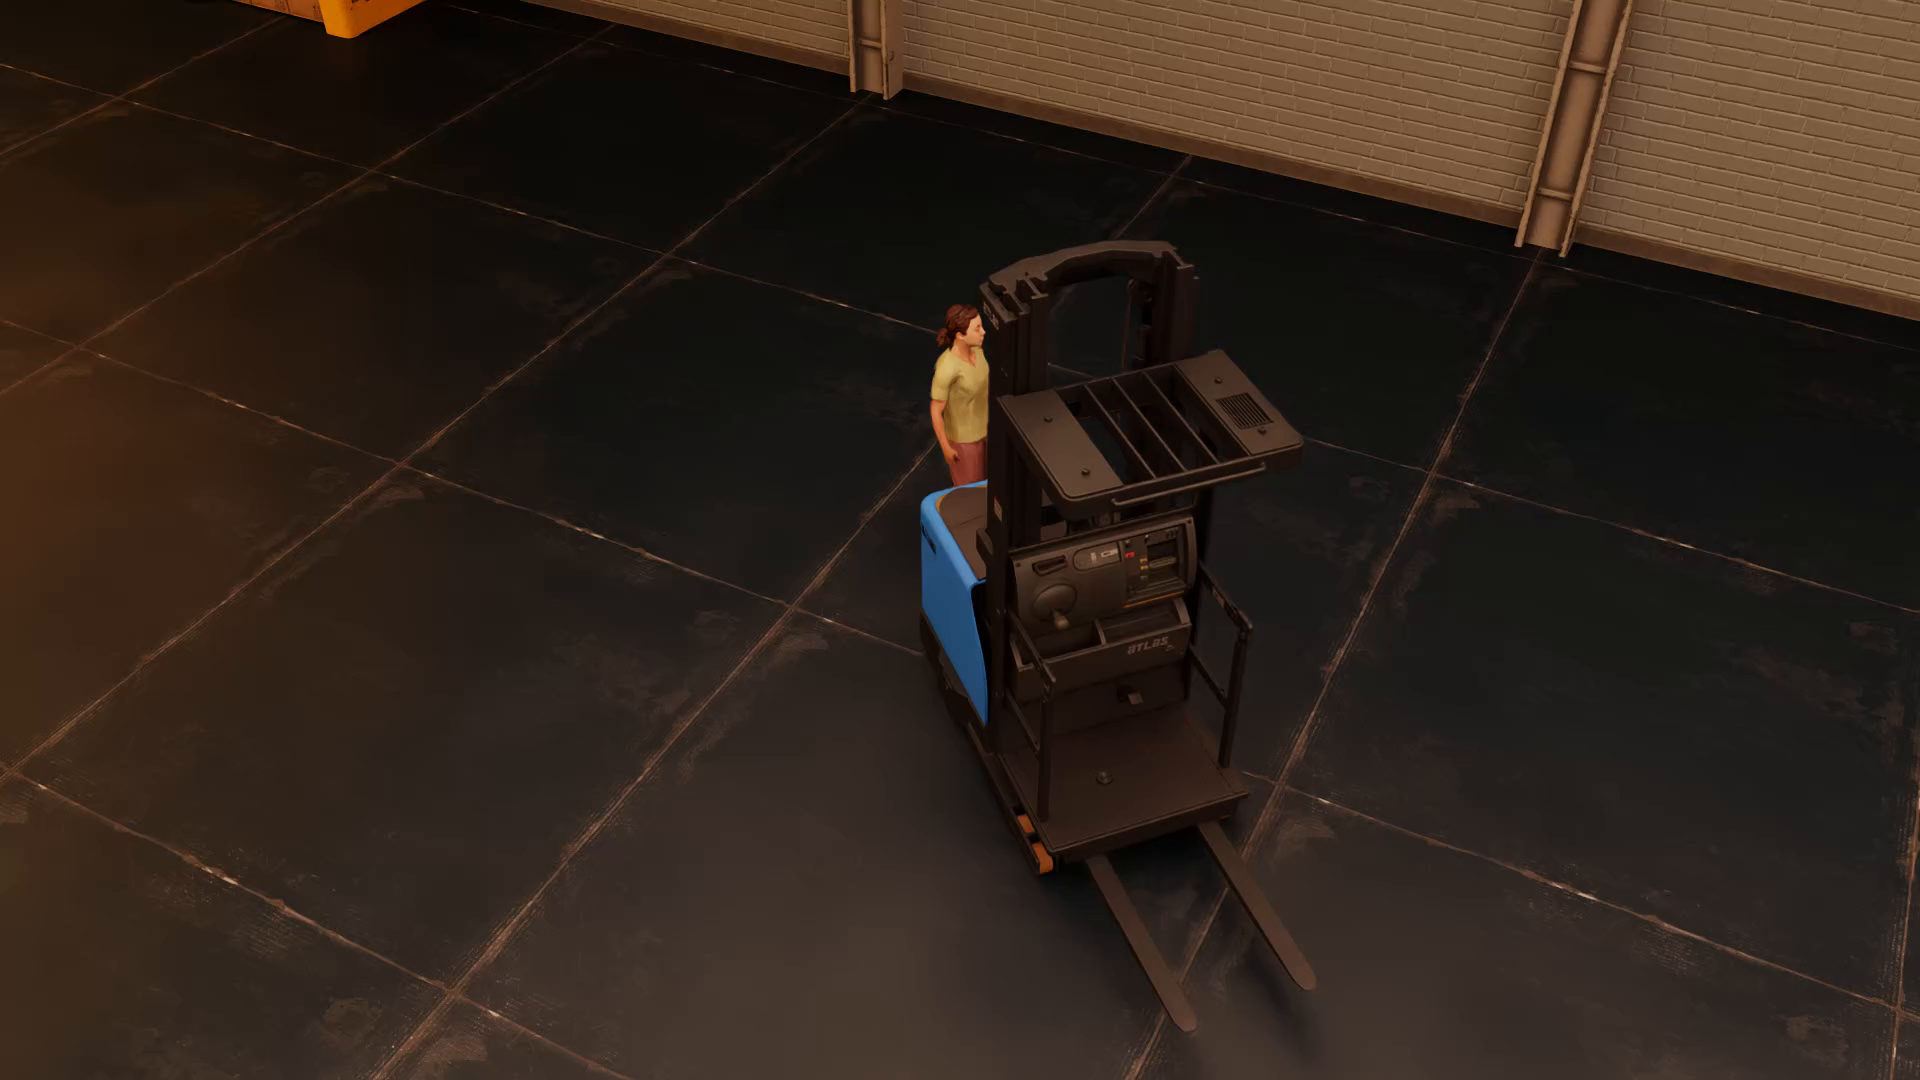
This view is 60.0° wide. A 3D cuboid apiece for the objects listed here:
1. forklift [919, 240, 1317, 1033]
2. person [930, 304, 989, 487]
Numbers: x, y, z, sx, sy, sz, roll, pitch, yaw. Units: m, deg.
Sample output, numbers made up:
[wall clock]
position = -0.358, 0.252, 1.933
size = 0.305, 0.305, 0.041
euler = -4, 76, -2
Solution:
[forklift]
position = 0.768, 0.236, 7.707
size = 1.130, 2.935, 3.031
euler = -14, 42, -16
[person]
position = 0.107, -0.607, 9.707
size = 0.552, 1.658, 0.585
euler = 21, 44, 23
